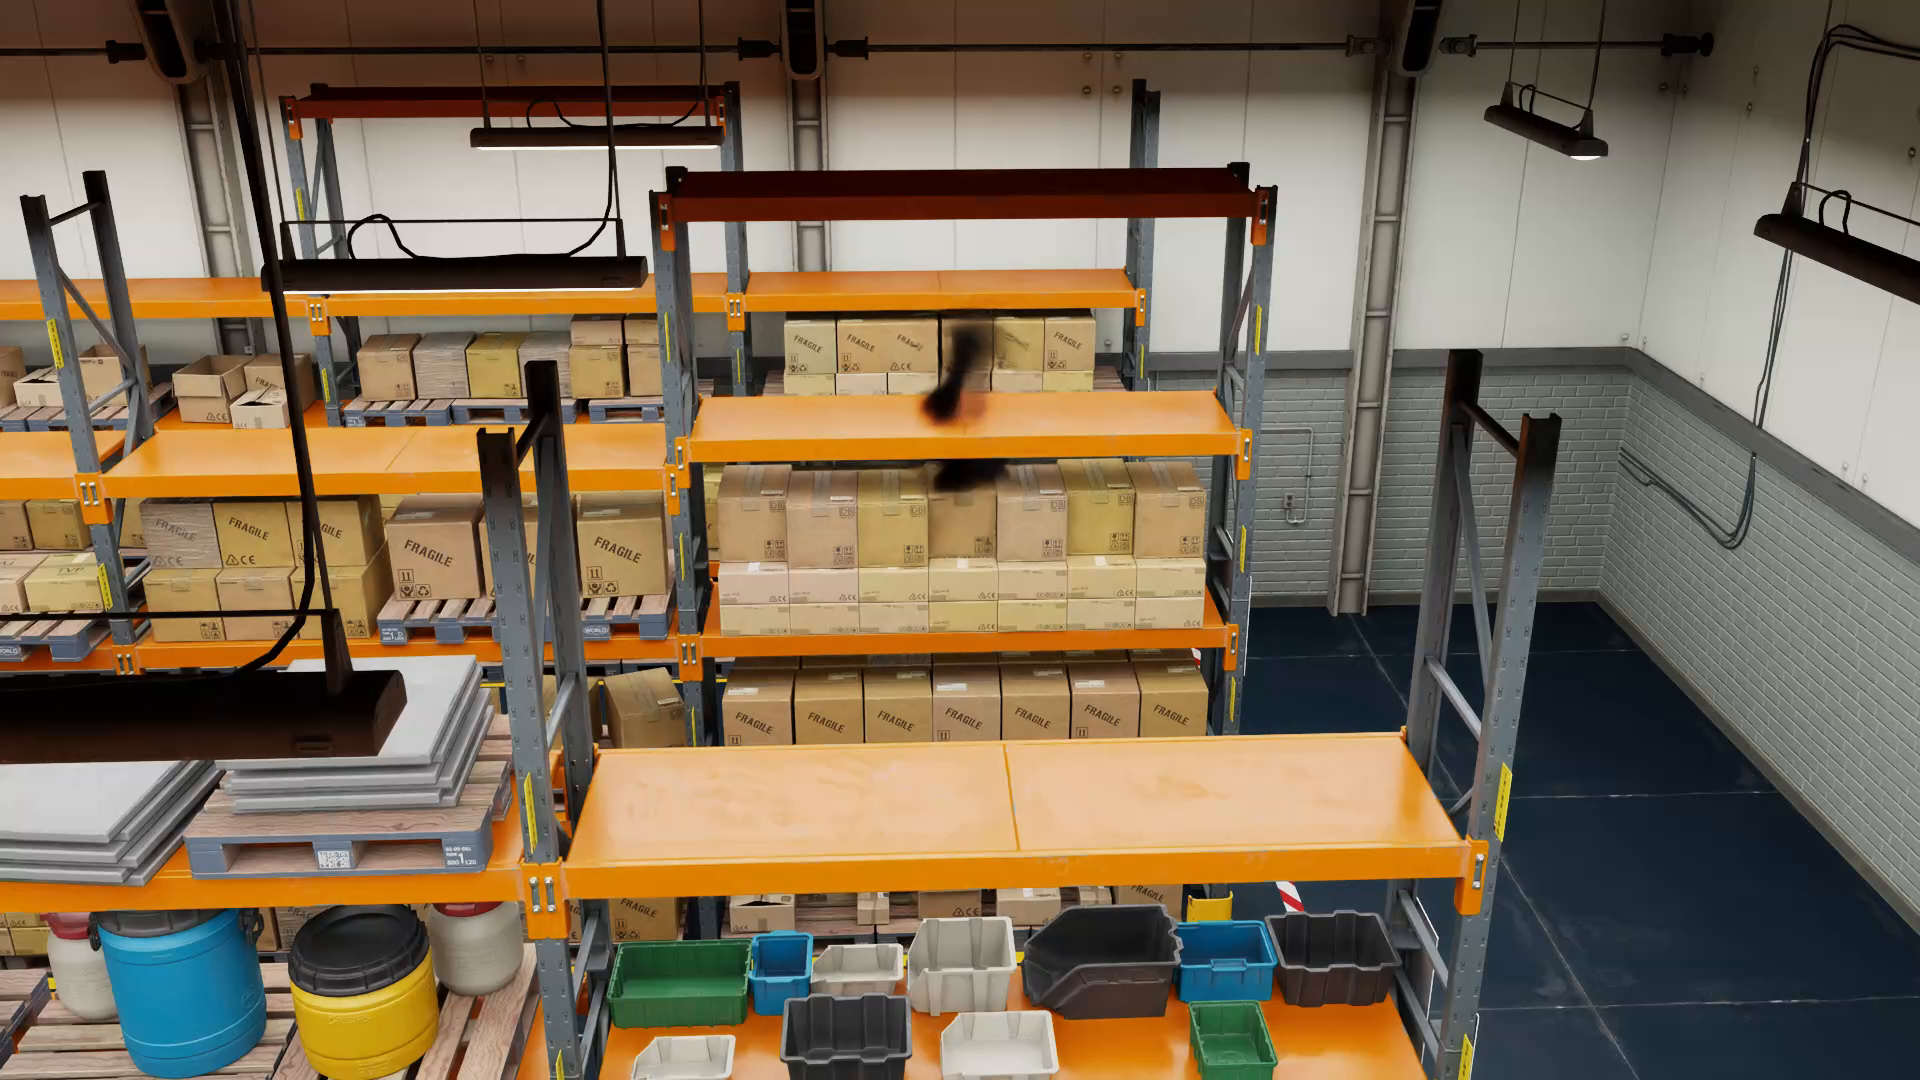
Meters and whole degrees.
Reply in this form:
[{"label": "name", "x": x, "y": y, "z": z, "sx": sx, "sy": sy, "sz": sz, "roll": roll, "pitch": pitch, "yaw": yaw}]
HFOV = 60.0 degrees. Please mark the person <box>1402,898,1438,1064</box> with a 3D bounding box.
[{"label": "person", "x": 1.755, "y": 5.721, "z": 2.842, "sx": 6.863, "sy": 3.178, "sz": 11.315, "roll": -11, "pitch": 24, "yaw": -25}]
